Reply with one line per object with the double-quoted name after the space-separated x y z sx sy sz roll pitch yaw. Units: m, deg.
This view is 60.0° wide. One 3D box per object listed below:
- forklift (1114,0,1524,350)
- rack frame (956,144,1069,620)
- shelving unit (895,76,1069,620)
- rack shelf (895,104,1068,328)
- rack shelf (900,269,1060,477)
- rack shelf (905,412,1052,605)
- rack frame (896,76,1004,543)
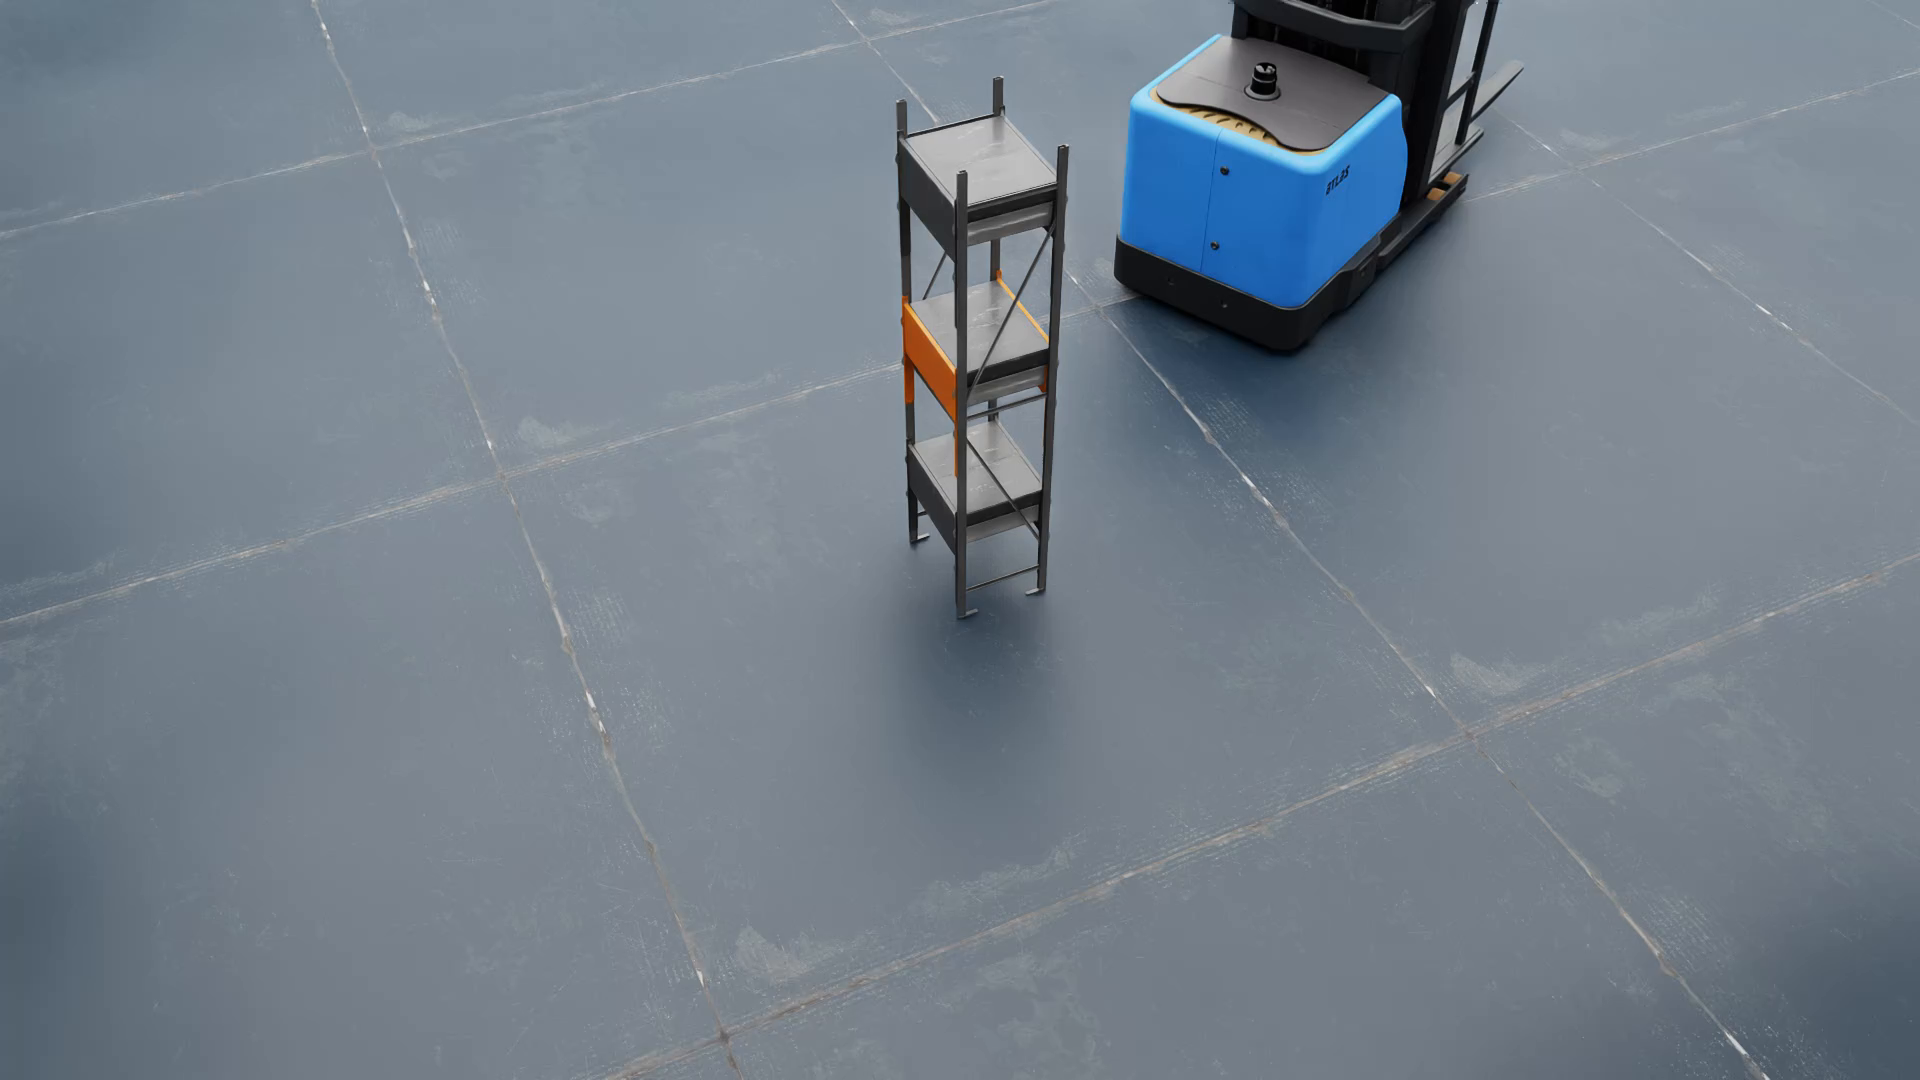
2.069 -2.936 8.007 1.130 2.935 3.031 28 51 26 "forklift"
0.172 -0.486 6.117 0.400 2.100 0.015 -18 47 -17 "rack frame"
0.070 -0.642 6.274 0.431 2.100 0.503 -18 47 -17 "shelving unit"
0.070 -1.130 5.792 0.431 0.518 0.480 -18 47 -17 "rack shelf"
0.070 -0.632 6.284 0.431 0.518 0.480 -18 47 -17 "rack shelf"
0.070 -0.134 6.776 0.431 0.518 0.480 -18 47 -17 "rack shelf"
-0.033 -0.797 6.432 0.400 2.100 0.015 -18 47 -17 "rack frame"
